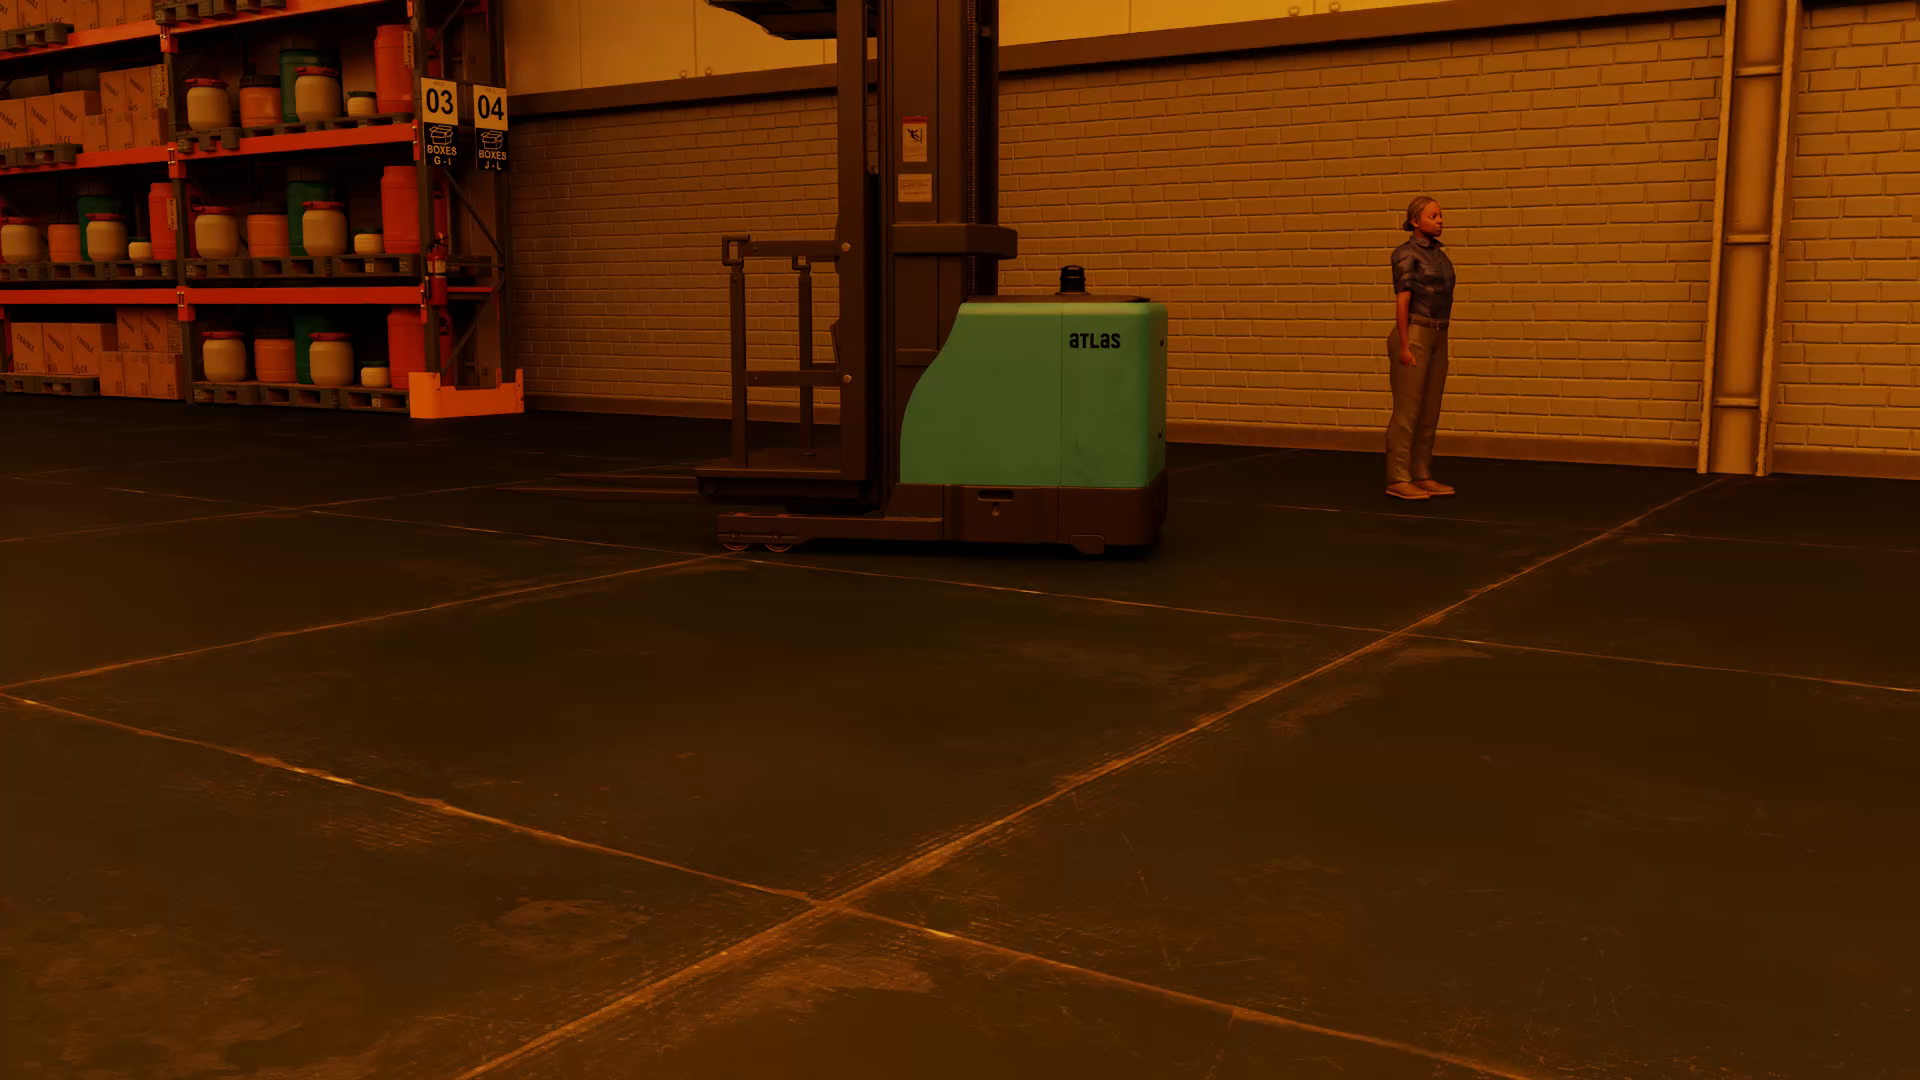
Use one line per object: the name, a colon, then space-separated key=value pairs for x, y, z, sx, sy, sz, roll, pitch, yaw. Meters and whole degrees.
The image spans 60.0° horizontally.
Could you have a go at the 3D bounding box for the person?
person: x=2.573 y=-1.066 z=9.231 sx=0.449 sy=1.659 sz=0.339 roll=-8 pitch=11 yaw=-44

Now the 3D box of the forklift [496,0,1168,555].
forklift: x=-0.596 y=-1.469 z=7.520 sx=3.031 sy=2.935 sz=1.130 roll=2 pitch=8 yaw=12
